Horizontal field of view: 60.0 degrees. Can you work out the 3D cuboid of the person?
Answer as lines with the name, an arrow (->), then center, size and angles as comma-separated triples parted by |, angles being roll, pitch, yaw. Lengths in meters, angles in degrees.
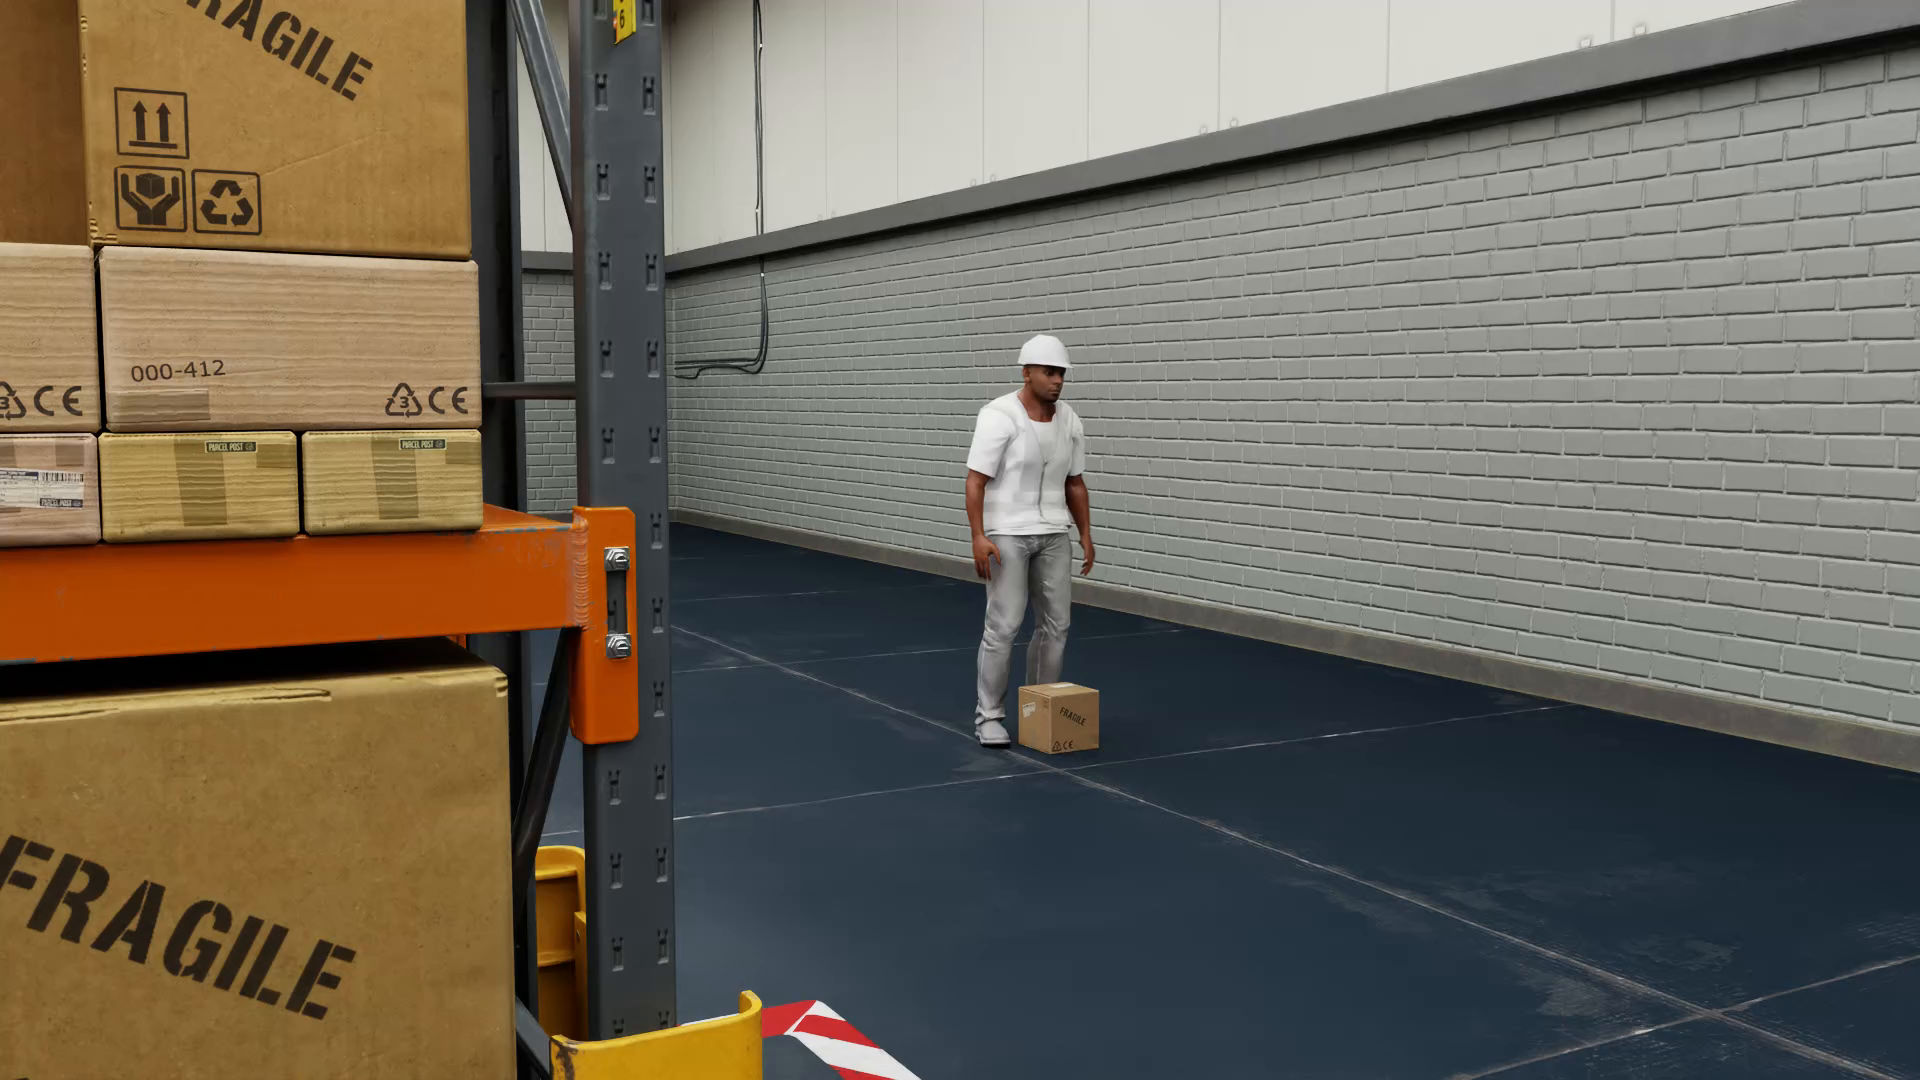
person -> 0.312, -0.009, 7.250 | 0.636, 1.761, 0.454 | -3, 6, -31
